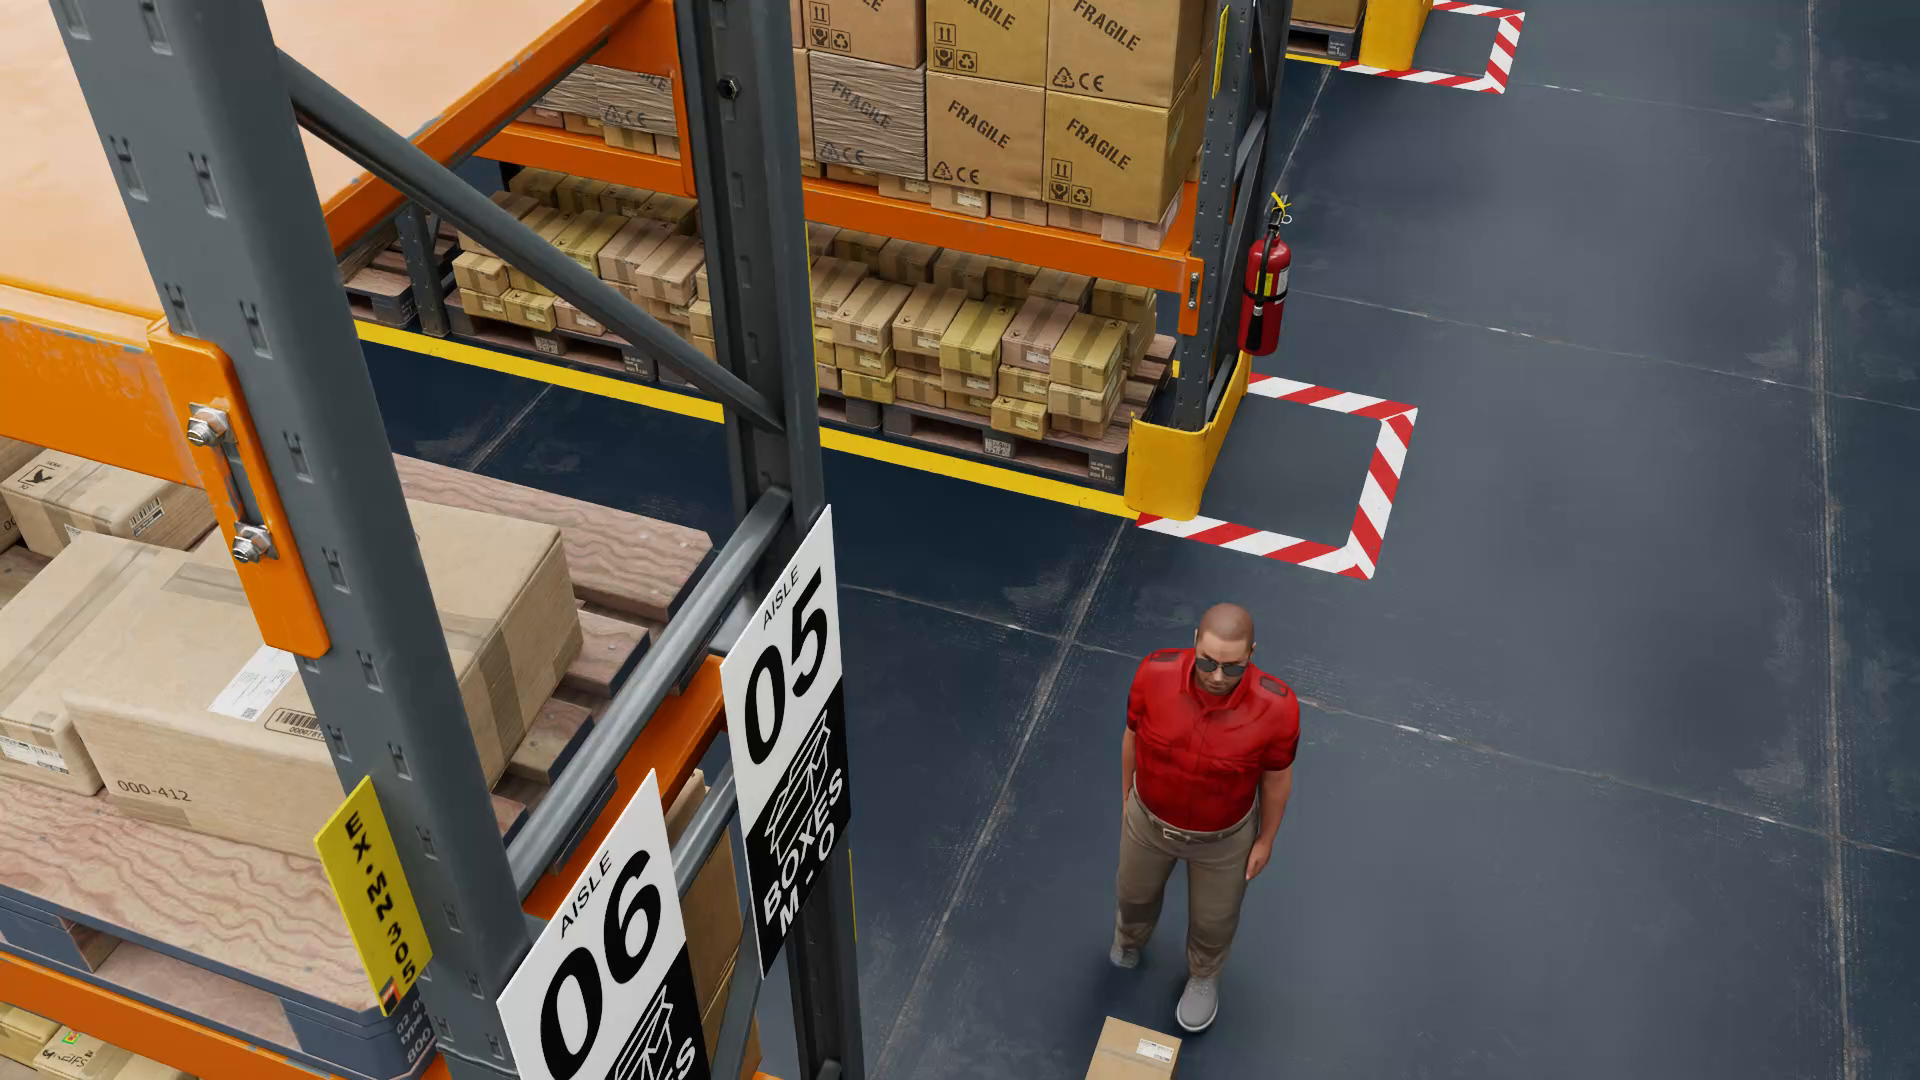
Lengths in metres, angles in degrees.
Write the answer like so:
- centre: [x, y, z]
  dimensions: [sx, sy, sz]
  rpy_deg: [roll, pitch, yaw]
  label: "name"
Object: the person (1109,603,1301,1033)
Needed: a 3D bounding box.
- centre: [0.734, 0.902, 5.209]
  dimensions: [0.528, 1.799, 0.381]
  rpy_deg: [15, 43, 16]
  label: "person"
